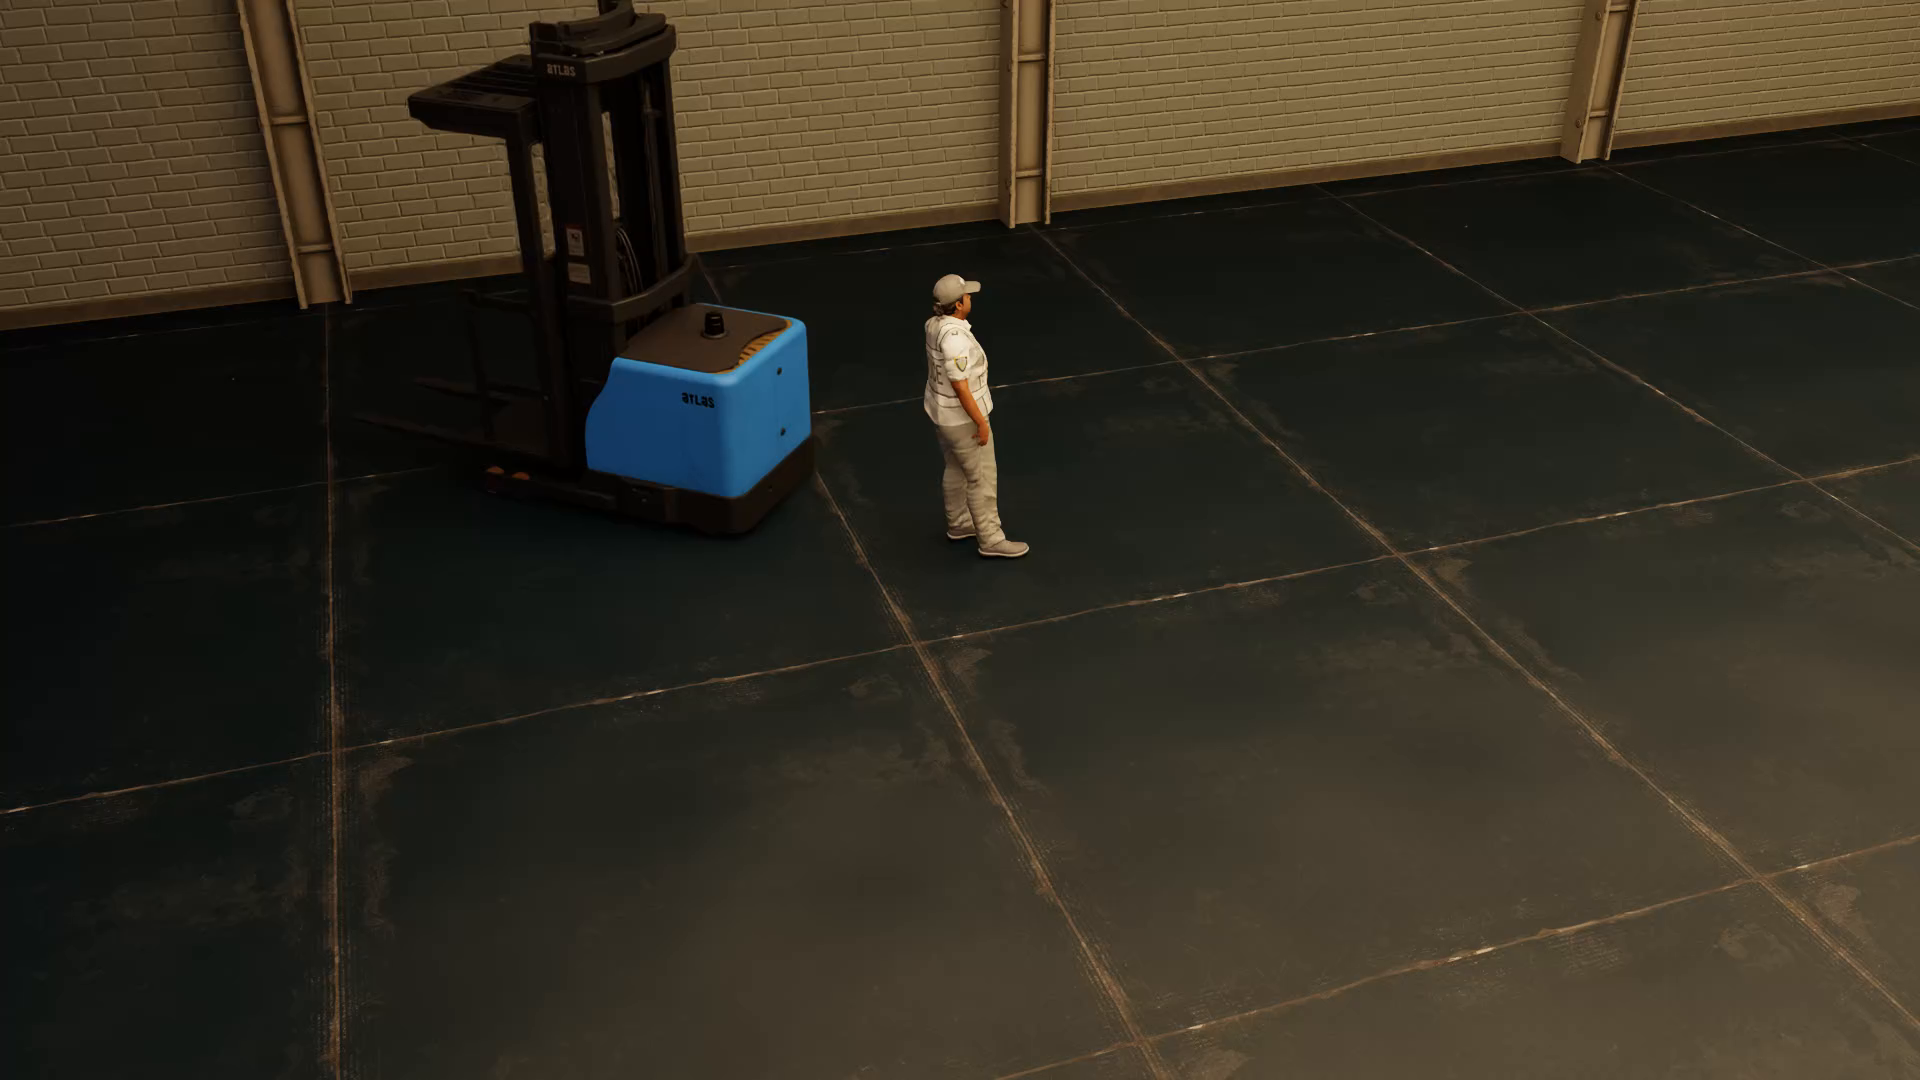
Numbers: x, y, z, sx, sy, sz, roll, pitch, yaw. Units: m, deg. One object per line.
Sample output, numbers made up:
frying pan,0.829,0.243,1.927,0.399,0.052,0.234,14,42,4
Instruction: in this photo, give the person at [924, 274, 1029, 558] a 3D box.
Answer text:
person,0.080,-0.726,9.612,0.529,1.661,0.599,-10,31,-16

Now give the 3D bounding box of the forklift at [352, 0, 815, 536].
forklift,-2.499,-1.760,10.145,3.031,2.935,1.130,12,32,19
